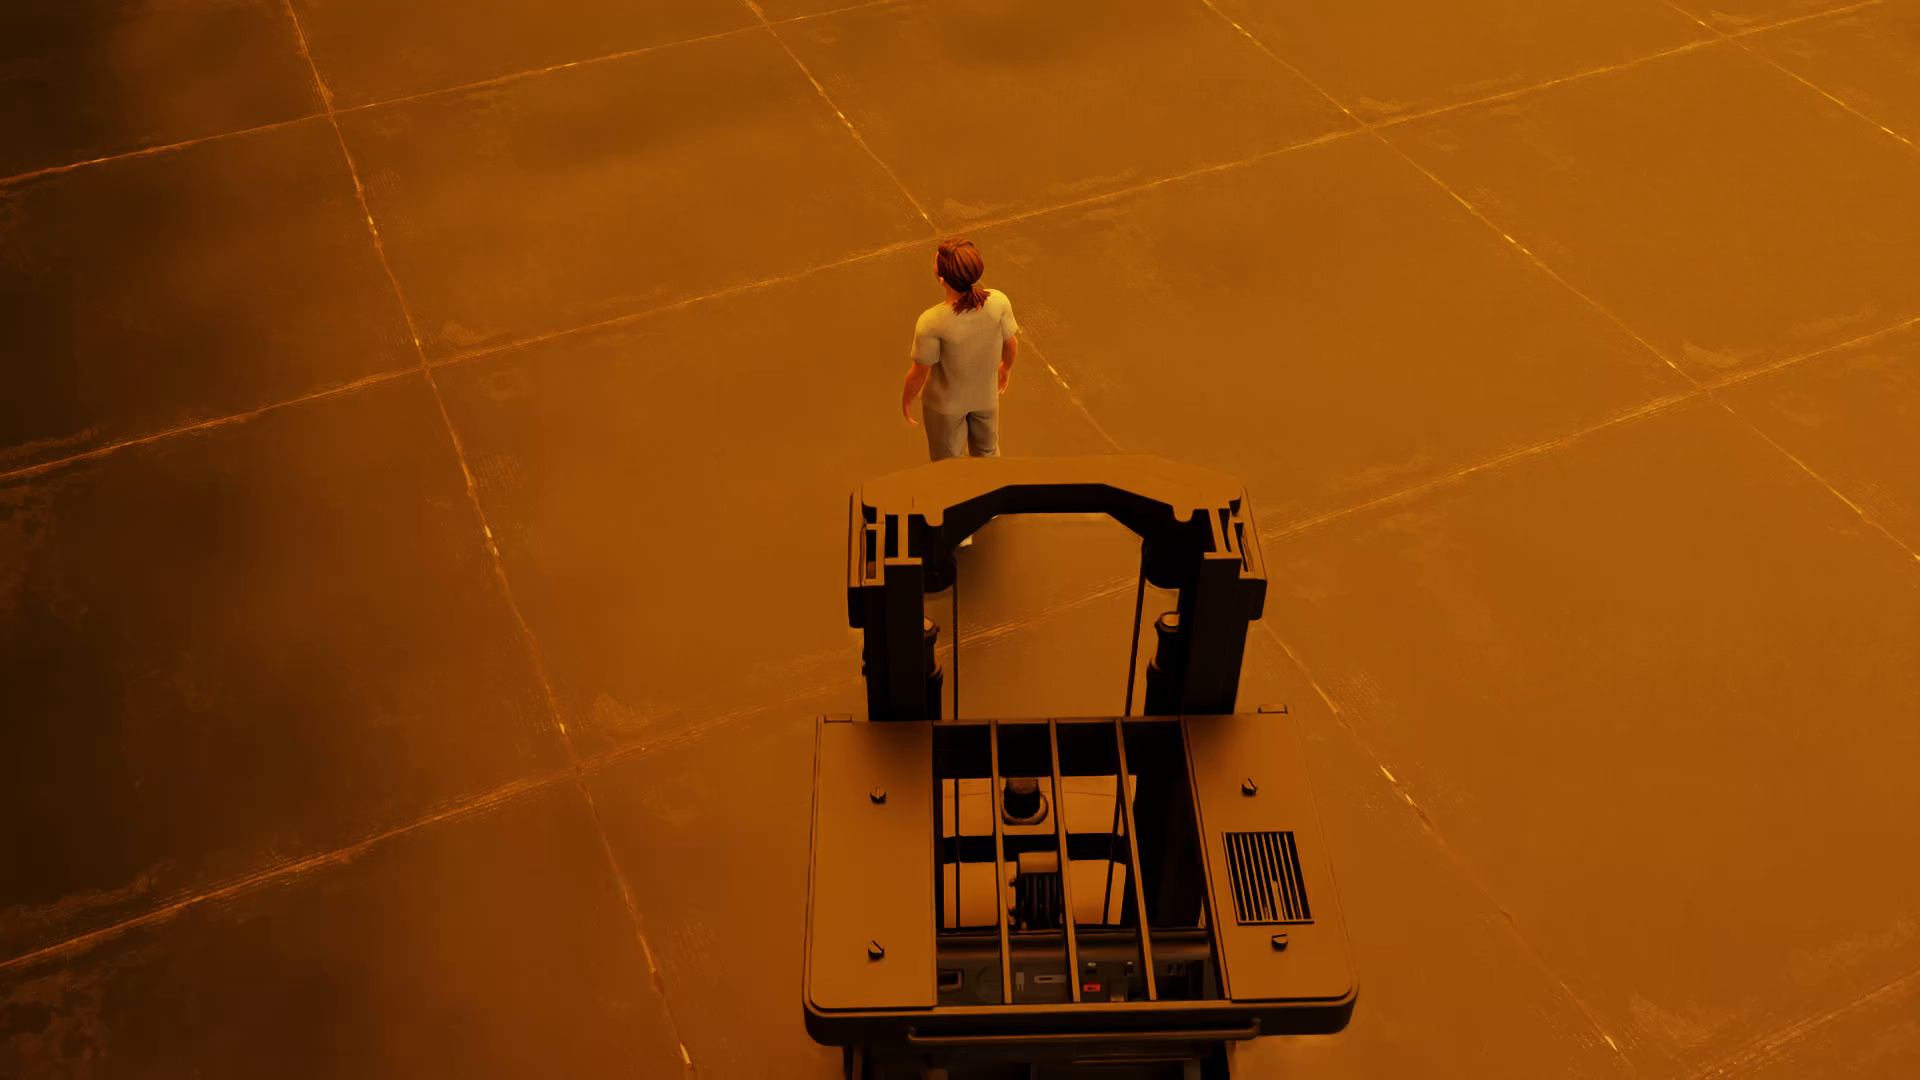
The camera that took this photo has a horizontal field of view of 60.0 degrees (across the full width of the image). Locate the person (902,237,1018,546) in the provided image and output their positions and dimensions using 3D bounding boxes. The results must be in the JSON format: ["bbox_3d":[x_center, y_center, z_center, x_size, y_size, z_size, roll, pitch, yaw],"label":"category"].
[{"bbox_3d":[-0.018,-0.668,7.304,0.549,1.675,0.549,-18,46,-18],"label":"person"}]

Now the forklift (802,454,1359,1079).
[{"bbox_3d":[0.226,1.344,4.240,1.130,2.935,3.031,-1,43,-1],"label":"forklift"}]
